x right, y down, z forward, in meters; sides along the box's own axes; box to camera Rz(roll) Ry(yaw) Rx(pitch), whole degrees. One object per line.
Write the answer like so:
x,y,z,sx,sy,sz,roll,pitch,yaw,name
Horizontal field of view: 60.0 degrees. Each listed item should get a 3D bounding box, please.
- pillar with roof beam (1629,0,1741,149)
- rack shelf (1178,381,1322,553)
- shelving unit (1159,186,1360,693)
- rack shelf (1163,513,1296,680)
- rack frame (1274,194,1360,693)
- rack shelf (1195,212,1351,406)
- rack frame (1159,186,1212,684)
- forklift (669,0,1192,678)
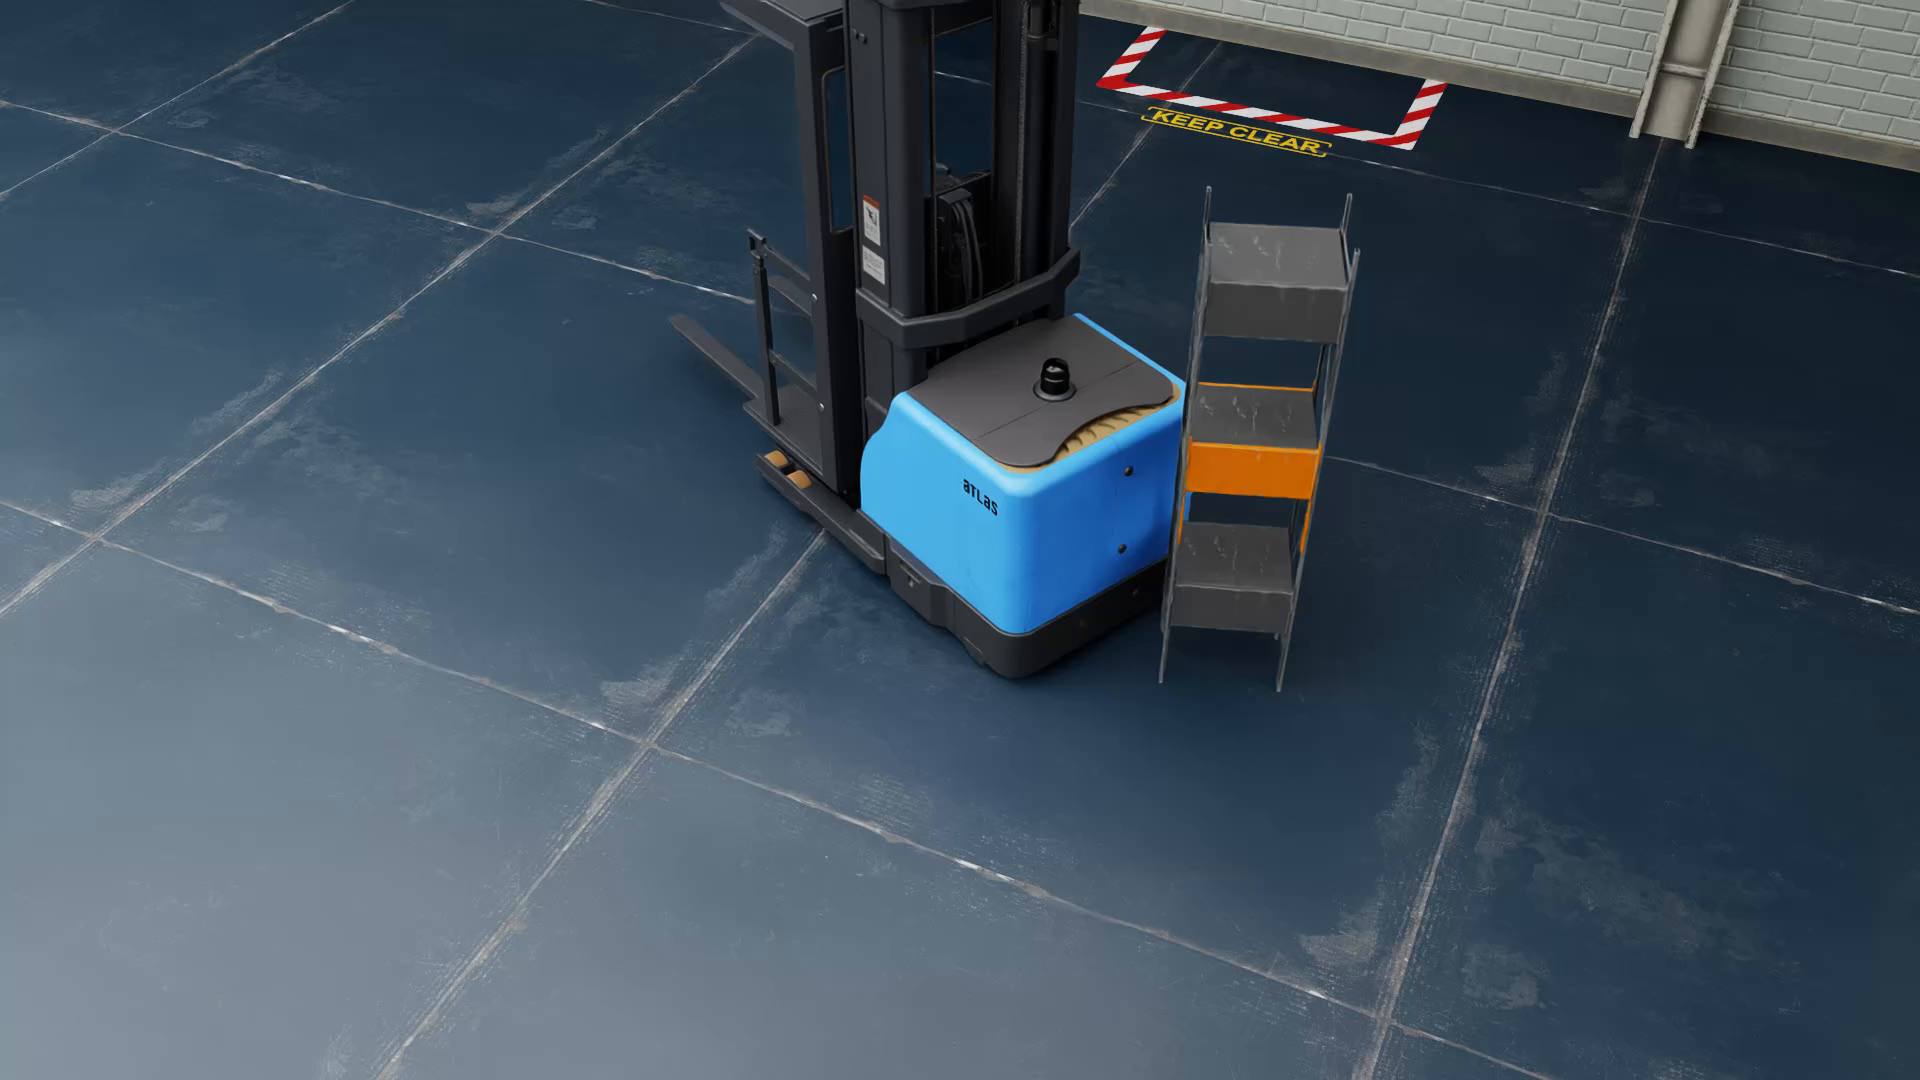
2.689,-3.455,4.750,0.400,9.000,9.100,17,44,19,pillar with roof beam
1.101,-0.296,6.394,0.480,0.518,0.431,4,41,5,rack shelf
1.101,-0.307,6.385,0.503,2.100,0.431,4,41,5,shelving unit
1.101,0.233,6.852,0.480,0.518,0.431,4,41,5,rack shelf
1.344,-0.290,6.365,0.015,2.100,0.400,4,41,5,rack frame
1.101,-0.825,5.935,0.480,0.518,0.431,4,41,5,rack shelf
0.858,-0.324,6.404,0.015,2.100,0.400,4,41,5,rack frame
-0.312,-1.446,7.065,1.130,2.935,3.031,-27,48,-28,forklift
